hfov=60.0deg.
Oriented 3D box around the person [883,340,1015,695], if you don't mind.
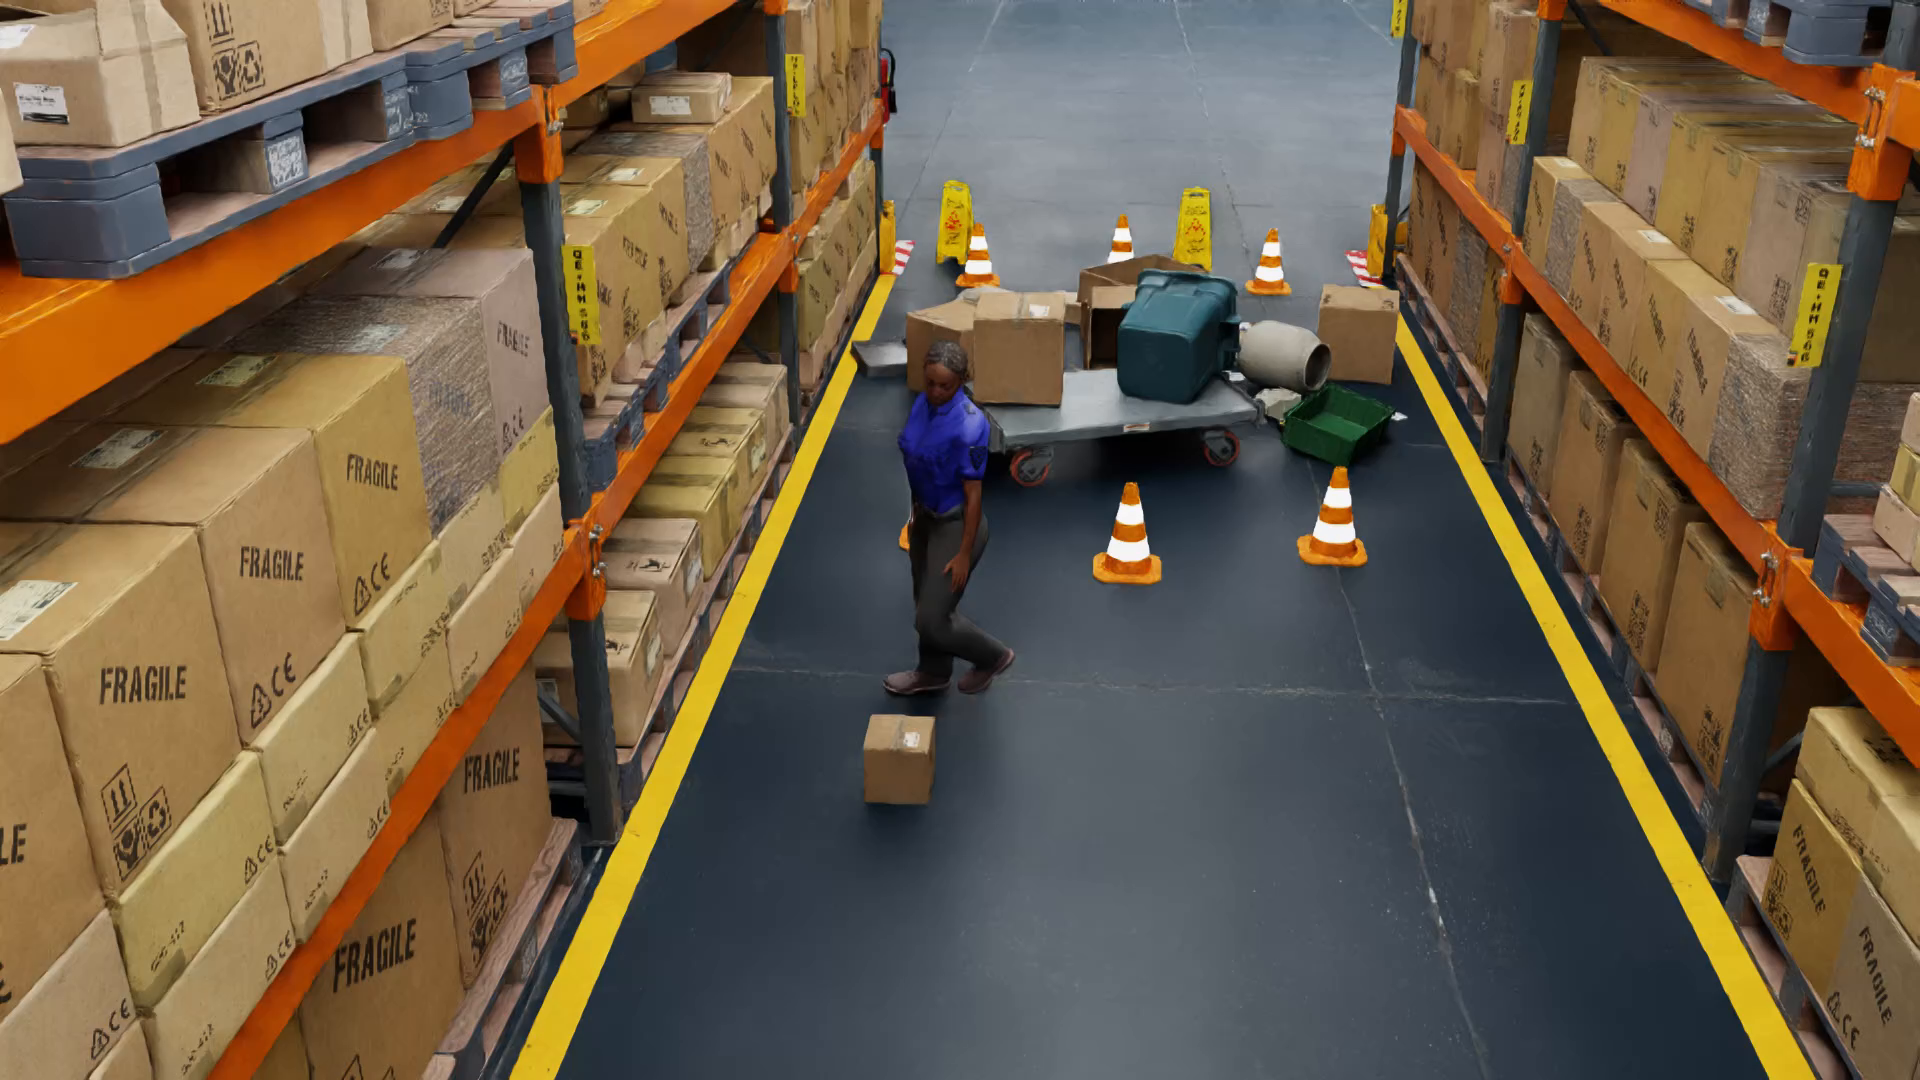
[{"bbox_3d":[-0.032,-0.048,6.698,0.477,1.639,0.561,-13,28,-26],"label":"person"}]
